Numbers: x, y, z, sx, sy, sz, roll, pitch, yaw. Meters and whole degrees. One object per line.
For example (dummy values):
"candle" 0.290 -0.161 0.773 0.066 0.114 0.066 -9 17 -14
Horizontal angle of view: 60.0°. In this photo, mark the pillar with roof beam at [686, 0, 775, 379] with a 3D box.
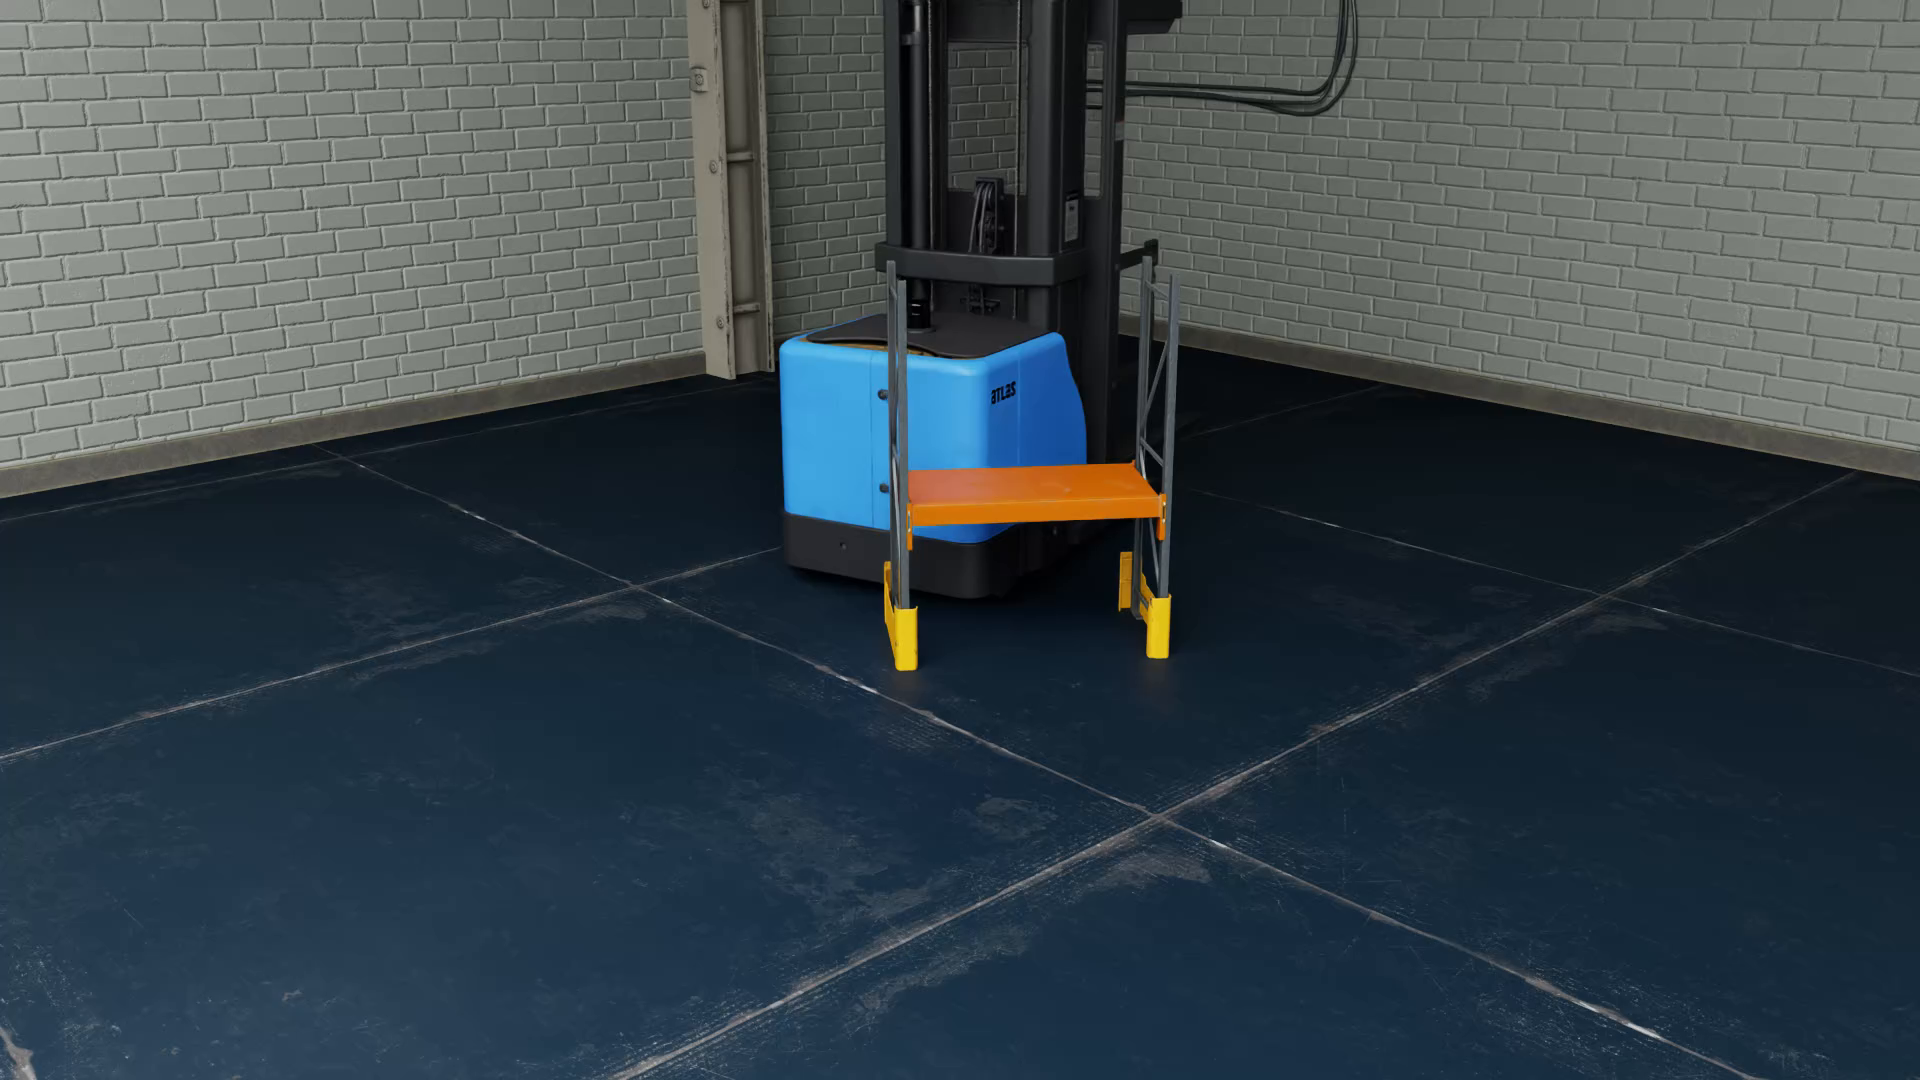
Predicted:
"pillar with roof beam" 1.422 -4.489 7.239 0.400 9.000 9.100 -16 24 -41

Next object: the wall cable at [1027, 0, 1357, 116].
"wall cable" 1.513 -4.304 11.705 0.112 2.526 3.097 -16 24 -41

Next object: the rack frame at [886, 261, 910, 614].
"rack frame" -0.240 -0.298 6.473 0.032 1.500 0.500 -2 18 -7

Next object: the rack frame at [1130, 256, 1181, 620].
"rack frame" 0.769 -0.337 6.594 0.032 1.500 0.500 -2 18 -7

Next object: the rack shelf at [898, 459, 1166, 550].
"rack shelf" 0.264 -0.147 6.589 1.000 0.185 0.538 -2 18 -7

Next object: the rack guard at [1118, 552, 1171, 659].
"rack guard" 0.749 0.258 6.784 0.087 0.250 0.587 -2 18 -7

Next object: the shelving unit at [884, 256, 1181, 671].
"shelving unit" 0.255 -0.318 6.532 1.083 1.500 0.587 -2 18 -7

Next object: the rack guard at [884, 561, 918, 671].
"rack guard" -0.239 0.296 6.666 0.087 0.250 0.587 -2 18 -7

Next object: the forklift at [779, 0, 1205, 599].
"forklift" 0.366 -1.552 8.020 1.130 2.935 3.031 10 20 28
